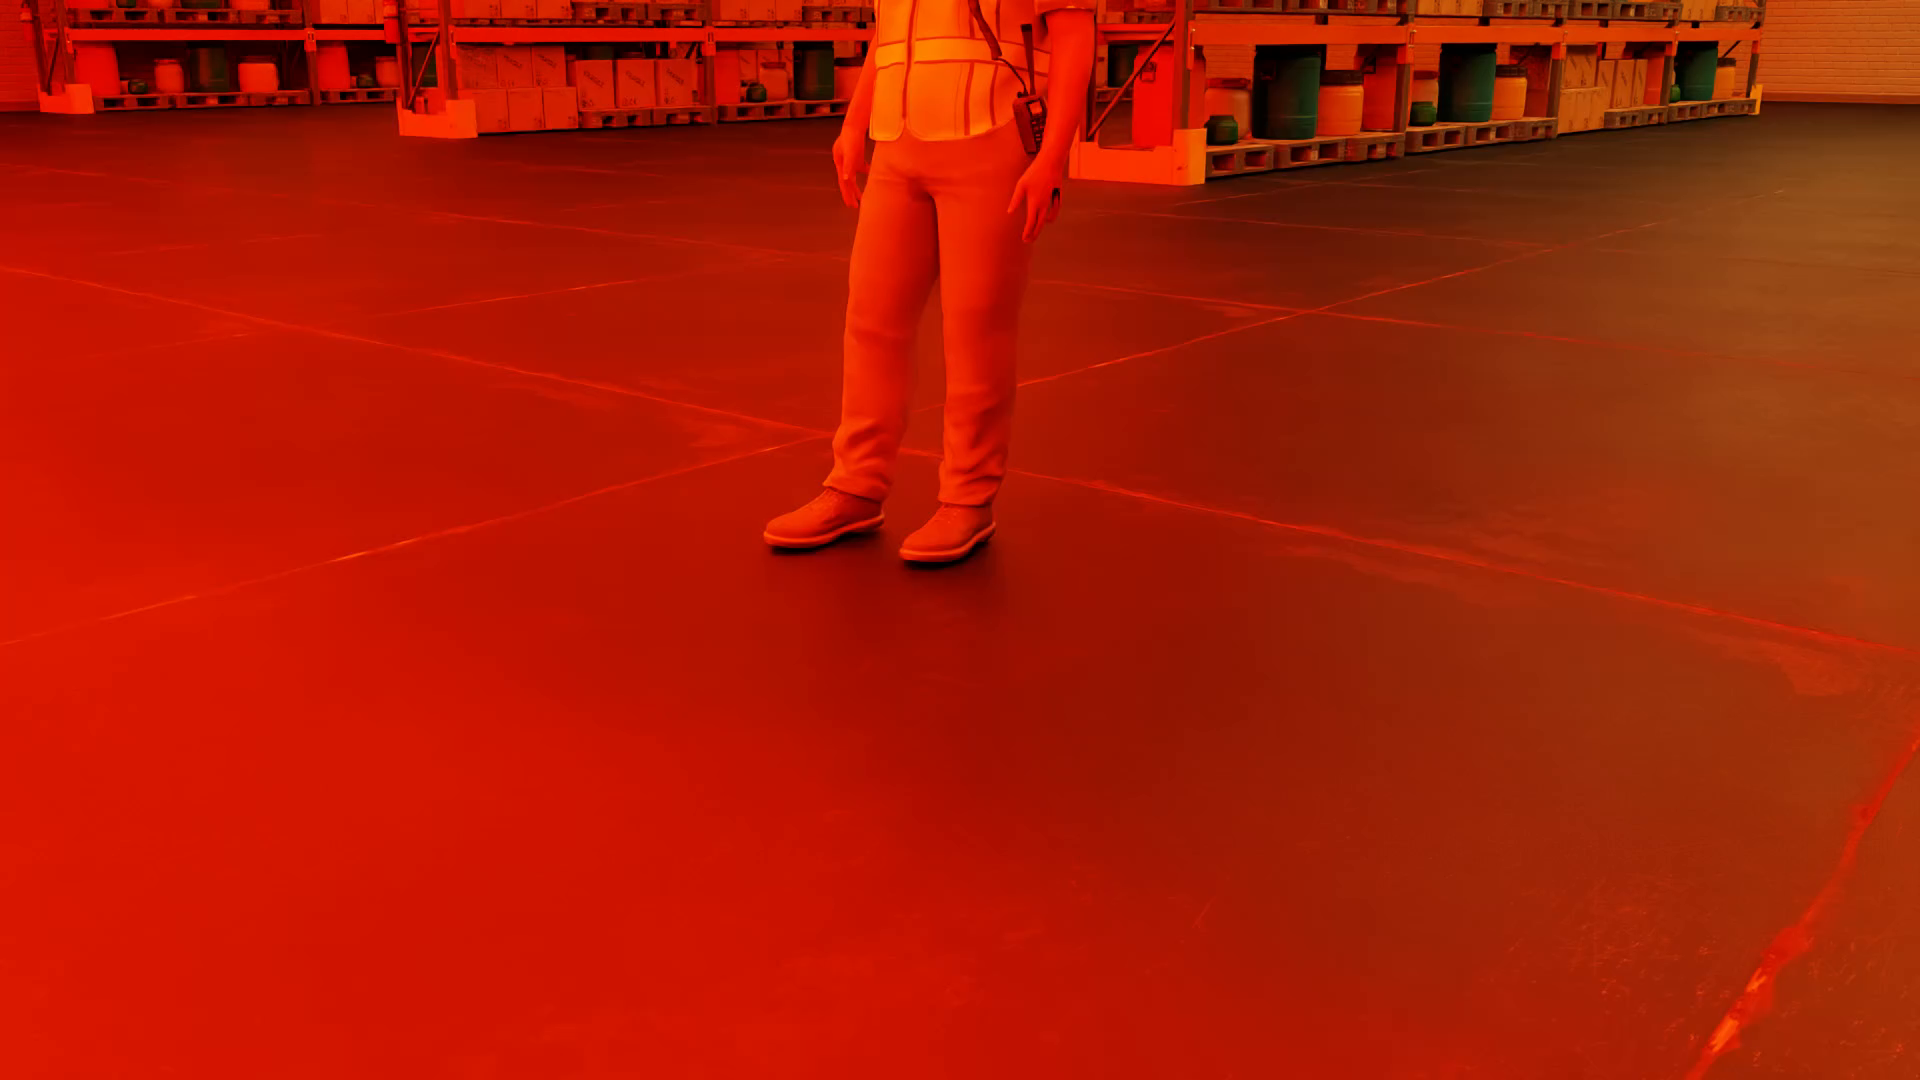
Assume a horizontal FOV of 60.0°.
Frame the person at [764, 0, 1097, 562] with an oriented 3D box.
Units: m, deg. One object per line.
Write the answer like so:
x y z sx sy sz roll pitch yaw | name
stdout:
-0.059 -0.845 3.630 0.641 1.780 0.574 13 21 37 | person
